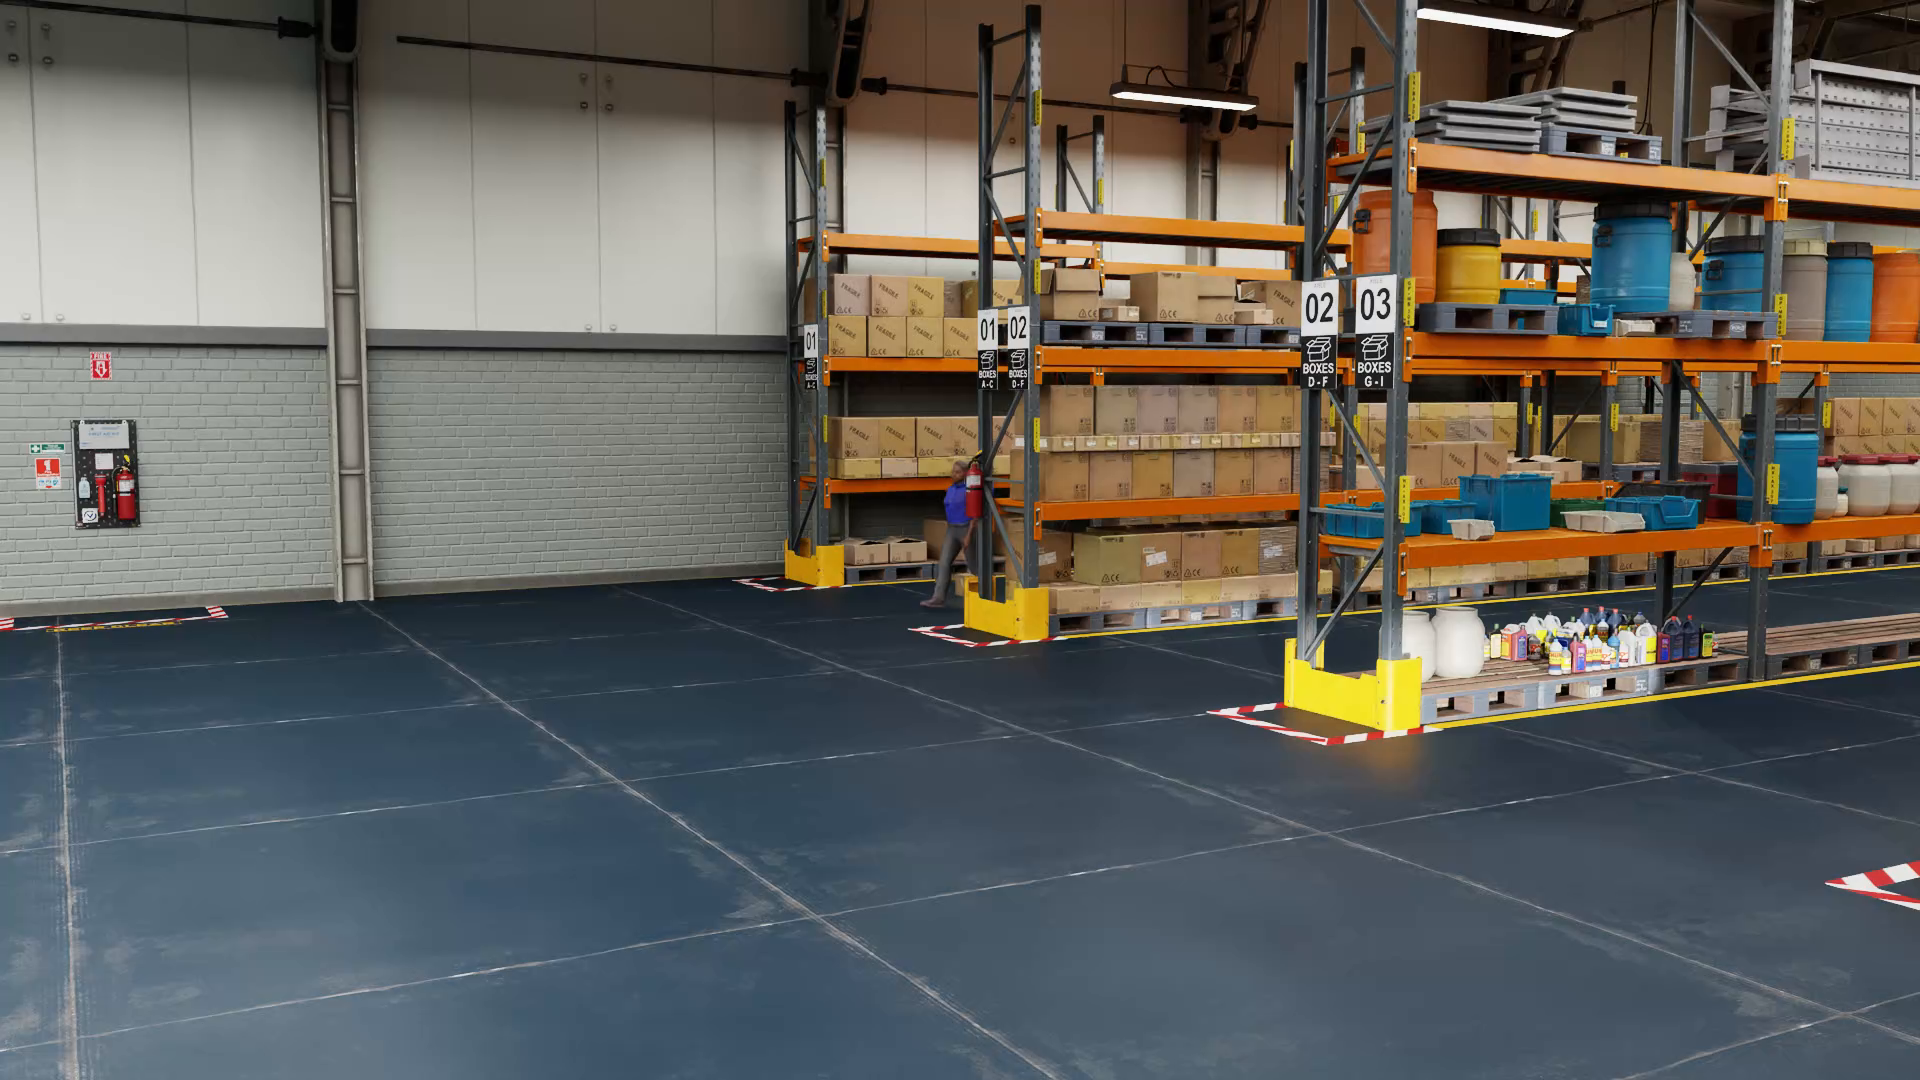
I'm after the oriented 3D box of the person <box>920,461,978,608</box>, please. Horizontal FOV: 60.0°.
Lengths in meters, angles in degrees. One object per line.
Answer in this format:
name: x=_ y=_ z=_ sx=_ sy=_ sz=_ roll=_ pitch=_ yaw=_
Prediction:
person: x=-0.014 y=-0.063 z=18.140 sx=0.498 sy=1.604 sz=0.966 roll=4 pitch=7 yaw=40
